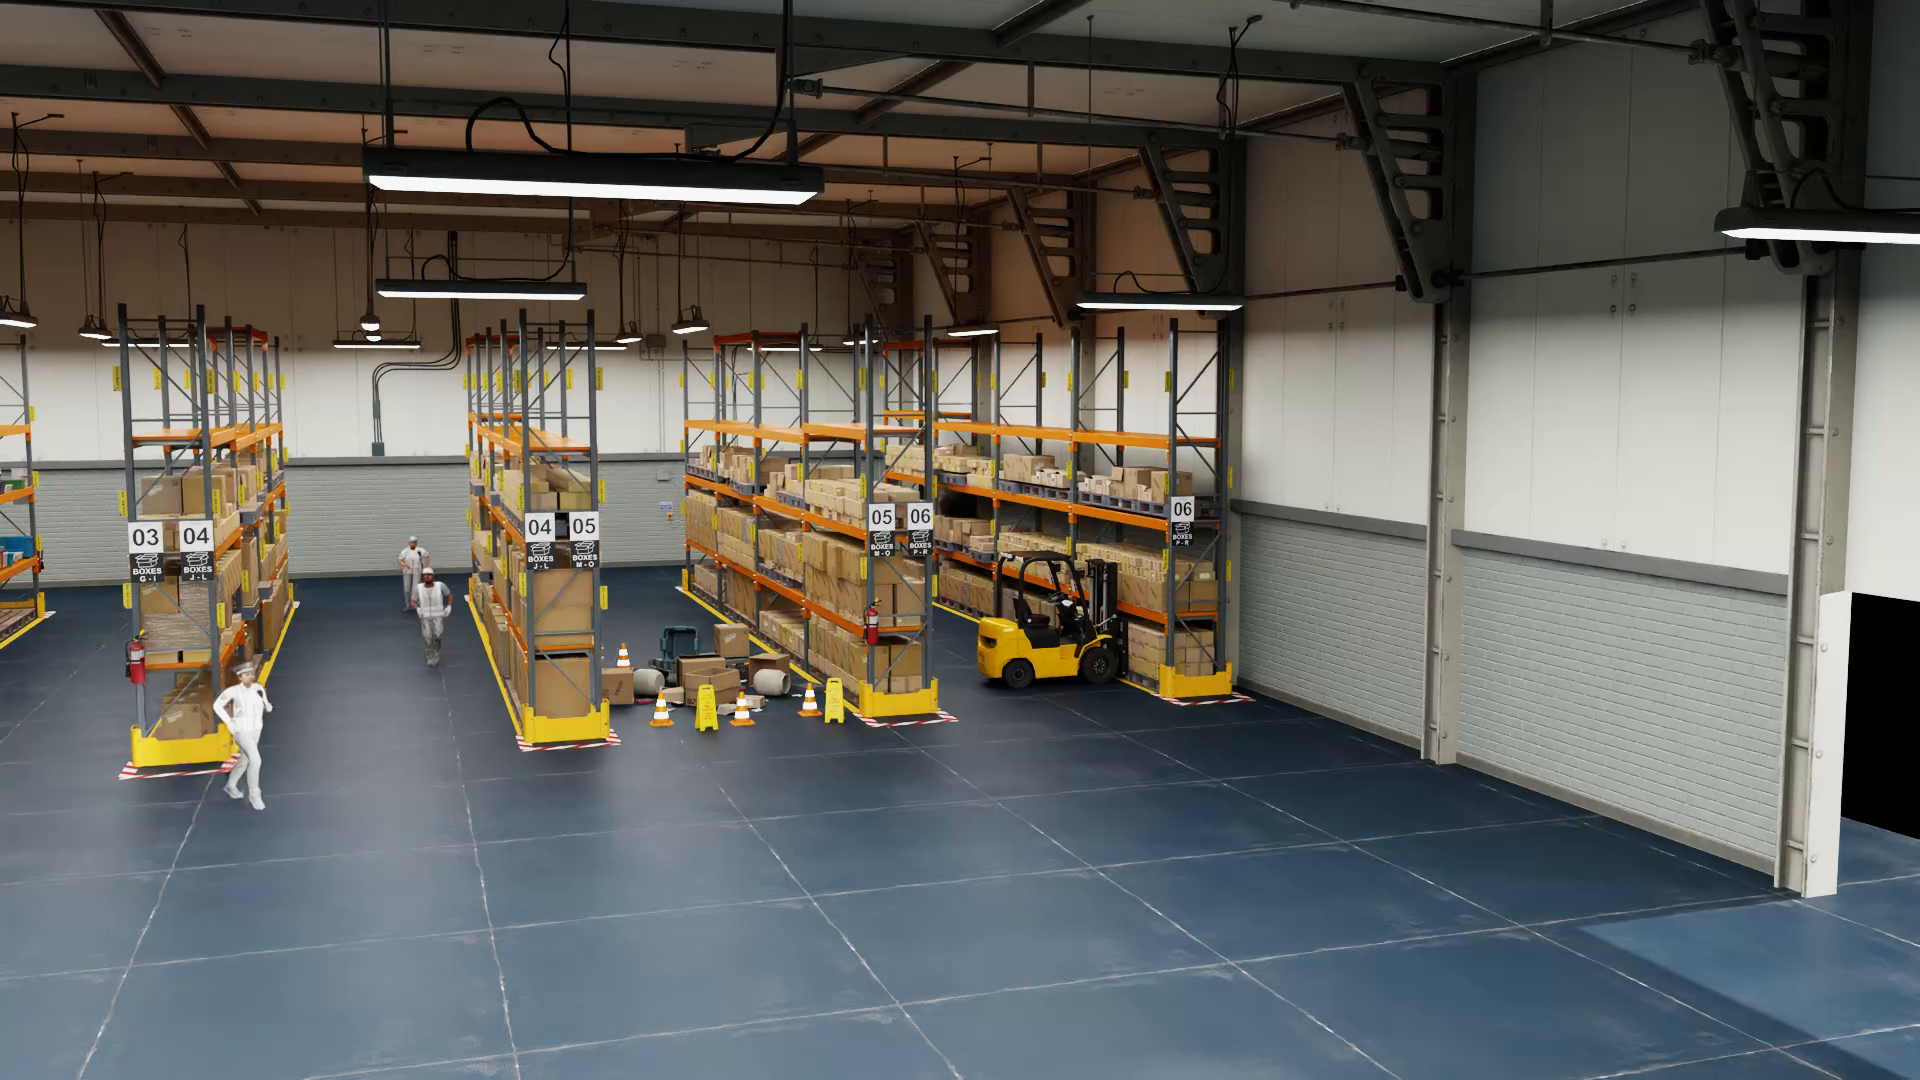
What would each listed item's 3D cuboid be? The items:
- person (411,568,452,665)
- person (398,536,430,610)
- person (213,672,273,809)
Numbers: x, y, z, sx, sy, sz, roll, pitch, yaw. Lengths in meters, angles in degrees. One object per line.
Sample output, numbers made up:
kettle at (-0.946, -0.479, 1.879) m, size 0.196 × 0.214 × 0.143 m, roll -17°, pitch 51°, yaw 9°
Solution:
person at (-9.302, 1.354, 29.274) m, size 0.695 × 1.736 × 0.583 m, roll -1°, pitch 6°, yaw -14°
person at (-11.970, 0.733, 36.447) m, size 0.664 × 1.623 × 0.567 m, roll -1°, pitch 6°, yaw -13°
person at (-8.456, 2.326, 19.740) m, size 0.741 × 1.718 × 0.581 m, roll 3°, pitch 6°, yaw 25°
